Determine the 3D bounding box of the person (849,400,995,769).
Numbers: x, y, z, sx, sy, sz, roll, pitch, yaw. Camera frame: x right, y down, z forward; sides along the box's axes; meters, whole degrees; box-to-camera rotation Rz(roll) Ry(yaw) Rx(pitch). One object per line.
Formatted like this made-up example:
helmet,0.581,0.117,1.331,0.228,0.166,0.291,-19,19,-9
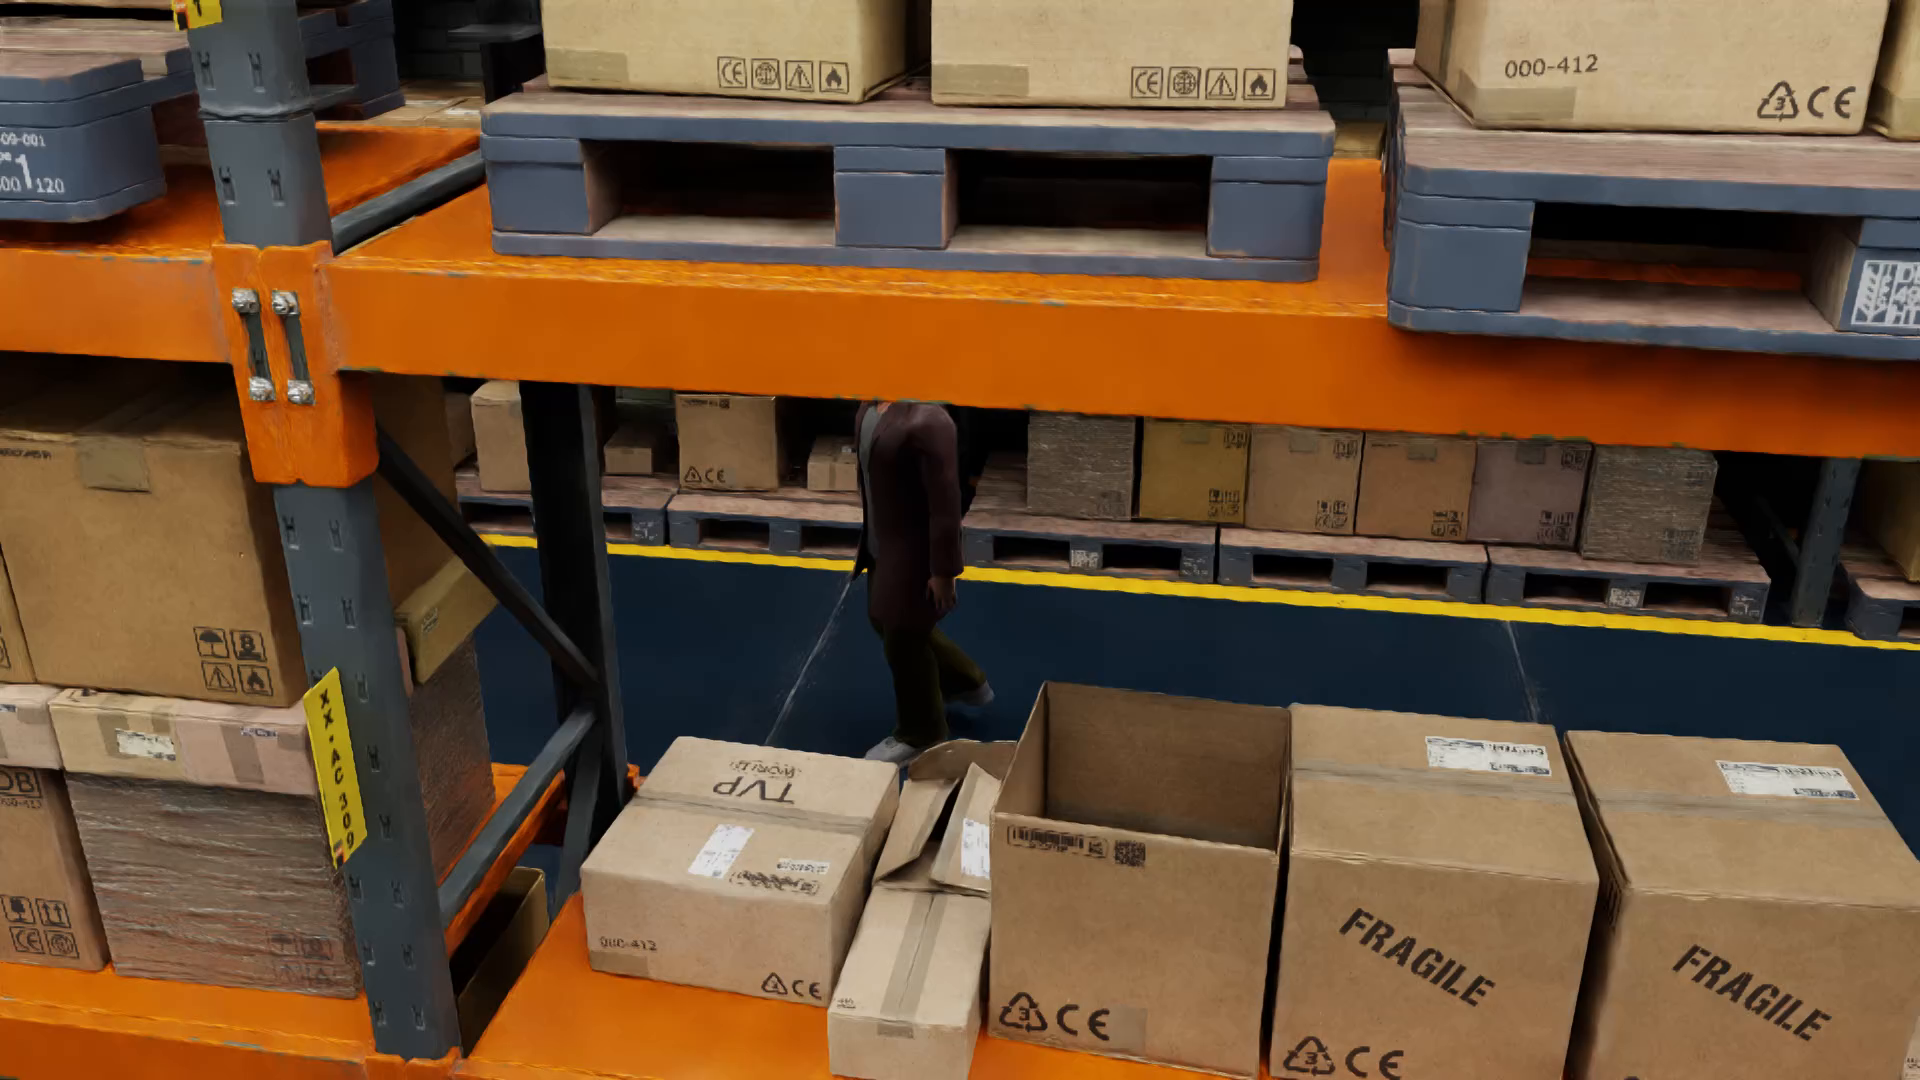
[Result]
person,-0.116,0.007,6.106,0.599,1.770,0.621,-10,26,-21
